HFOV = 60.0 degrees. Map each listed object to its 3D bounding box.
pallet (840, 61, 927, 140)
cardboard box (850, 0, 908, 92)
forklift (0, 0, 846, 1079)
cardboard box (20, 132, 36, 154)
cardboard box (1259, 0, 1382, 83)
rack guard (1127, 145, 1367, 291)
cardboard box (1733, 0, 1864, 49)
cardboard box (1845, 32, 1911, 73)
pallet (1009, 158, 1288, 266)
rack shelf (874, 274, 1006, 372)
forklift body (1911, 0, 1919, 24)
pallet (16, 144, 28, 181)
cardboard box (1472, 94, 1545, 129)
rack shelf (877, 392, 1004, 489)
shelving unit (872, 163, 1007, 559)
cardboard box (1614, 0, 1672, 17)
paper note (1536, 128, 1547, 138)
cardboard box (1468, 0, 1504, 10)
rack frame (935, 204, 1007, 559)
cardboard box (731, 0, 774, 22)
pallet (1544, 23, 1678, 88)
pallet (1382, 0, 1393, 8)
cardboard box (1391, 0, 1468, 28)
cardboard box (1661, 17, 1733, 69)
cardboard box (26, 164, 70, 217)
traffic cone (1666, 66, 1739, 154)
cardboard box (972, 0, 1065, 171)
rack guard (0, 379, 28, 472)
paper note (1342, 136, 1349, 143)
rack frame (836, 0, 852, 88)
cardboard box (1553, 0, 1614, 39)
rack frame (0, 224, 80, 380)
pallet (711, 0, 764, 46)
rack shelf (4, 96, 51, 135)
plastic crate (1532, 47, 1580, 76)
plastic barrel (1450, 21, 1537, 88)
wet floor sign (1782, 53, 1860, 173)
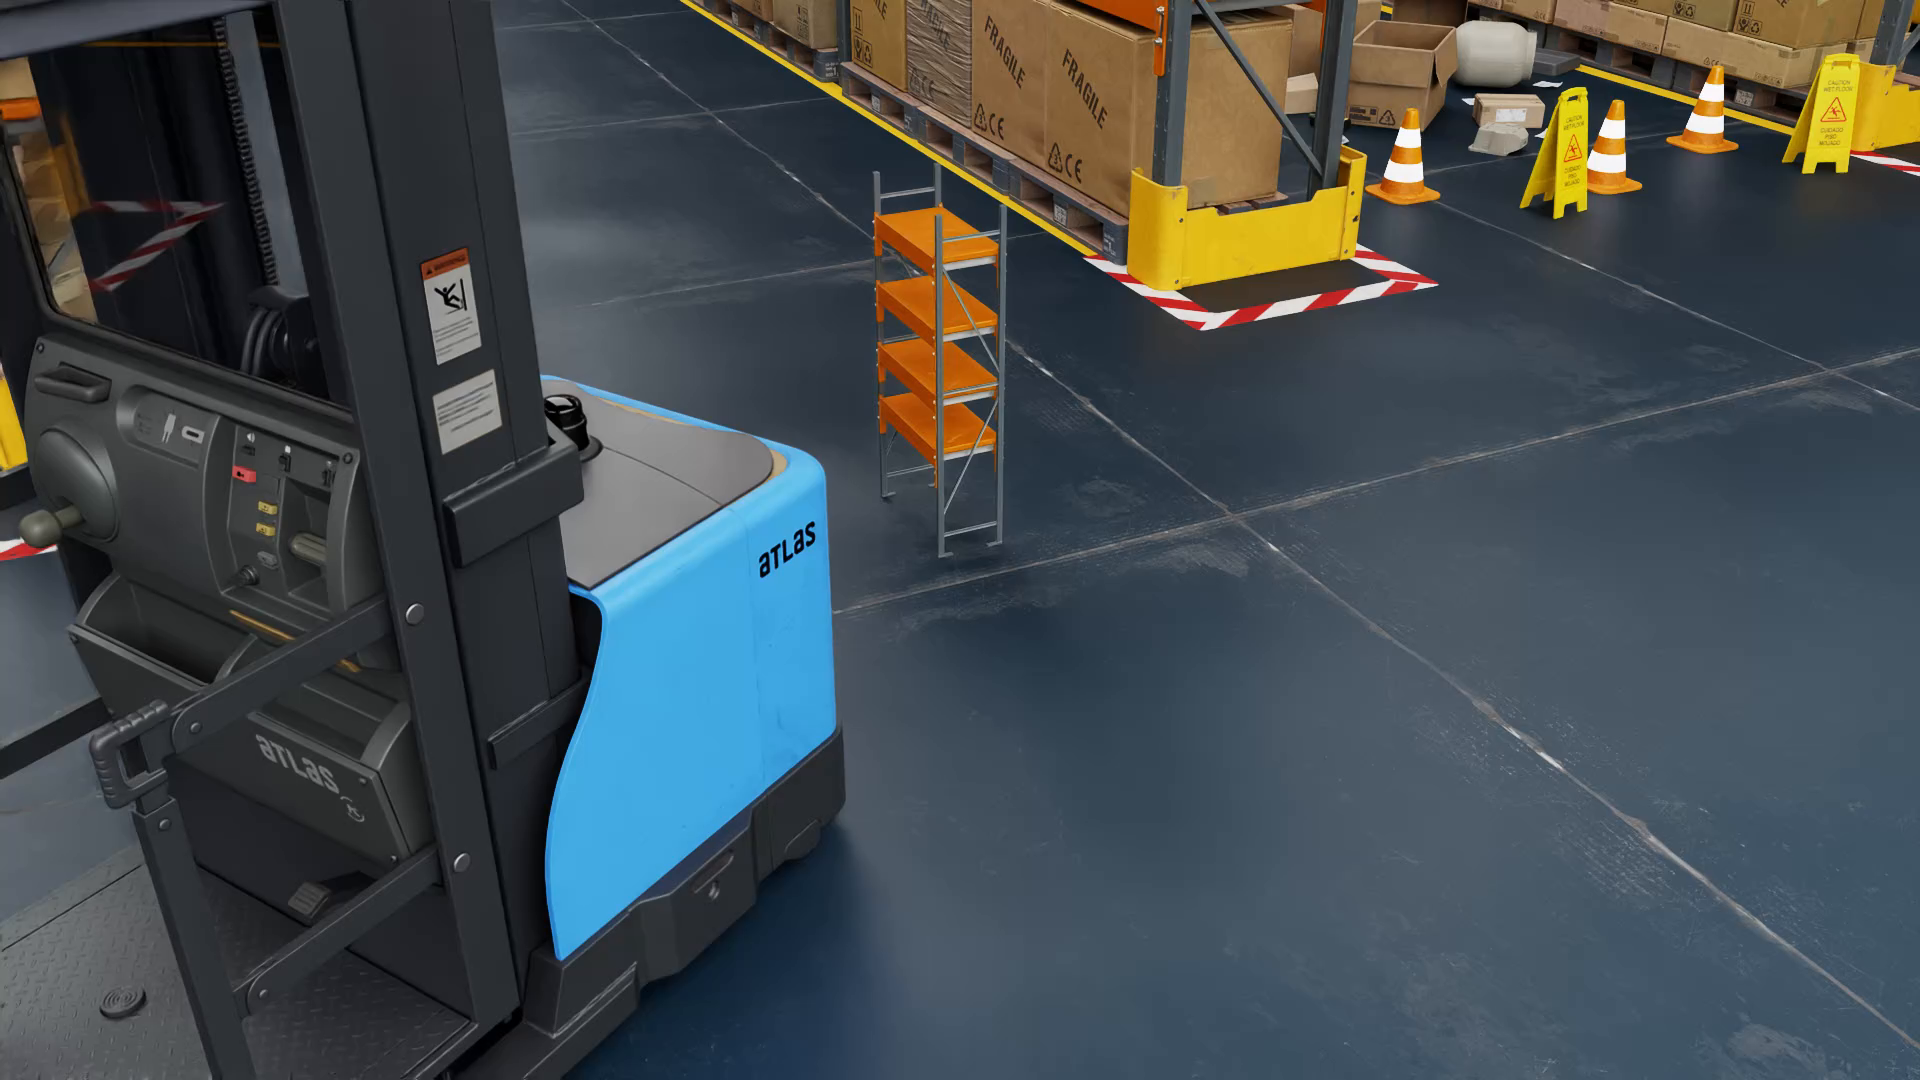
[{"bbox_3d":[-0.084,-2.878,10.667,1.003,0.211,1.213,-13,32,-22],"label":"pallet"},{"bbox_3d":[-0.133,-3.411,10.509,0.875,0.875,0.875,-13,32,-21],"label":"cardboard box"},{"bbox_3d":[-1.520,-0.062,2.865,1.130,2.935,3.031,17,34,28],"label":"forklift"},{"bbox_3d":[-4.474,-2.107,8.566,0.500,0.500,0.500,-3,29,-6],"label":"cardboard box"},{"bbox_3d":[2.355,-3.390,11.142,0.797,0.637,0.503,-13,32,-22],"label":"cardboard box"},{"bbox_3d":[1.388,-1.579,8.055,1.175,0.500,0.348,-13,32,-22],"label":"rack guard"},{"bbox_3d":[5.225,-3.374,10.316,0.500,0.500,0.500,-13,32,-22],"label":"cardboard box"},{"bbox_3d":[5.708,-3.162,10.705,0.500,0.250,0.500,-13,32,-22],"label":"cardboard box"},{"bbox_3d":[0.964,-1.801,8.745,1.003,0.211,1.213,-13,32,-22],"label":"pallet"},{"bbox_3d":[-0.071,-0.733,5.510,0.258,0.148,0.480,-13,32,-22],"label":"rack shelf"},{"bbox_3d":[7.825,-4.892,12.276,2.313,2.155,1.214,-13,32,-22],"label":"forklift body"},{"bbox_3d":[-4.542,-1.945,9.002,1.003,0.211,1.213,-13,32,-22],"label":"pallet"},{"bbox_3d":[3.418,-2.675,10.369,0.380,0.149,0.250,2,29,4],"label":"cardboard box"},{"bbox_3d":[-0.071,-0.365,5.717,0.258,0.148,0.480,-13,32,-22],"label":"rack shelf"},{"bbox_3d":[-0.071,-0.596,5.587,0.258,1.200,0.503,-13,32,-22],"label":"shelving unit"},{"bbox_3d":[4.788,-3.828,11.126,0.500,0.500,0.500,-14,32,-23],"label":"cardboard box"},{"bbox_3d":[3.601,-2.469,10.121,0.142,0.019,0.148,26,38,38],"label":"paper note"},{"bbox_3d":[4.097,-4.198,12.551,0.500,0.250,0.500,-15,32,-24],"label":"cardboard box"},{"bbox_3d":[0.034,-0.489,5.395,0.240,1.200,0.015,-13,32,-22],"label":"rack frame"},{"bbox_3d":[-1.098,-4.331,12.278,1.050,0.750,0.750,-13,32,-22],"label":"cardboard box"},{"bbox_3d":[4.936,-3.486,11.751,1.003,0.211,1.213,-13,32,-22],"label":"pallet"},{"bbox_3d":[3.752,-4.658,13.842,1.003,0.211,1.213,-13,32,-22],"label":"pallet"},{"bbox_3d":[3.319,-3.683,11.804,0.500,0.500,0.500,7,30,13],"label":"cardboard box"},{"bbox_3d":[5.000,-3.279,10.913,0.500,0.250,0.500,-13,32,-22],"label":"cardboard box"},{"bbox_3d":[-3.686,-1.312,7.150,0.500,0.500,0.500,-5,30,-9],"label":"cardboard box"},{"bbox_3d":[4.455,-2.577,9.872,0.336,0.463,0.334,-13,32,-22],"label":"traffic cone"},{"bbox_3d":[0.647,-2.610,9.081,0.875,0.875,0.875,-14,32,-23],"label":"cardboard box"},{"bbox_3d":[-3.178,-0.627,6.356,1.175,0.500,0.348,-13,32,-22],"label":"rack guard"},{"bbox_3d":[2.256,-2.415,10.027,0.144,0.017,0.142,-3,29,-5],"label":"paper note"},{"bbox_3d":[-0.340,-4.447,10.614,1.000,3.000,0.127,-13,32,-22],"label":"rack frame"},{"bbox_3d":[4.567,-3.730,11.717,0.500,0.250,0.500,-14,32,-23],"label":"cardboard box"},{"bbox_3d":[-3.145,-1.683,5.685,1.000,3.000,0.127,-13,32,-22],"label":"rack frame"},{"bbox_3d":[-1.267,-4.095,12.838,1.003,0.211,1.213,-13,32,-22],"label":"pallet"},{"bbox_3d":[-4.004,-2.253,7.436,1.077,0.370,4.000,-13,32,-22],"label":"rack shelf"},{"bbox_3d":[4.021,-3.392,11.717,0.583,0.080,0.402,26,38,38],"label":"plastic crate"},{"bbox_3d":[3.551,-3.235,11.086,0.512,0.421,0.421,7,30,13],"label":"plastic barrel"},{"bbox_3d":[4.920,-2.429,9.421,0.267,0.644,0.232,-3,29,-5],"label":"wet floor sign"}]
